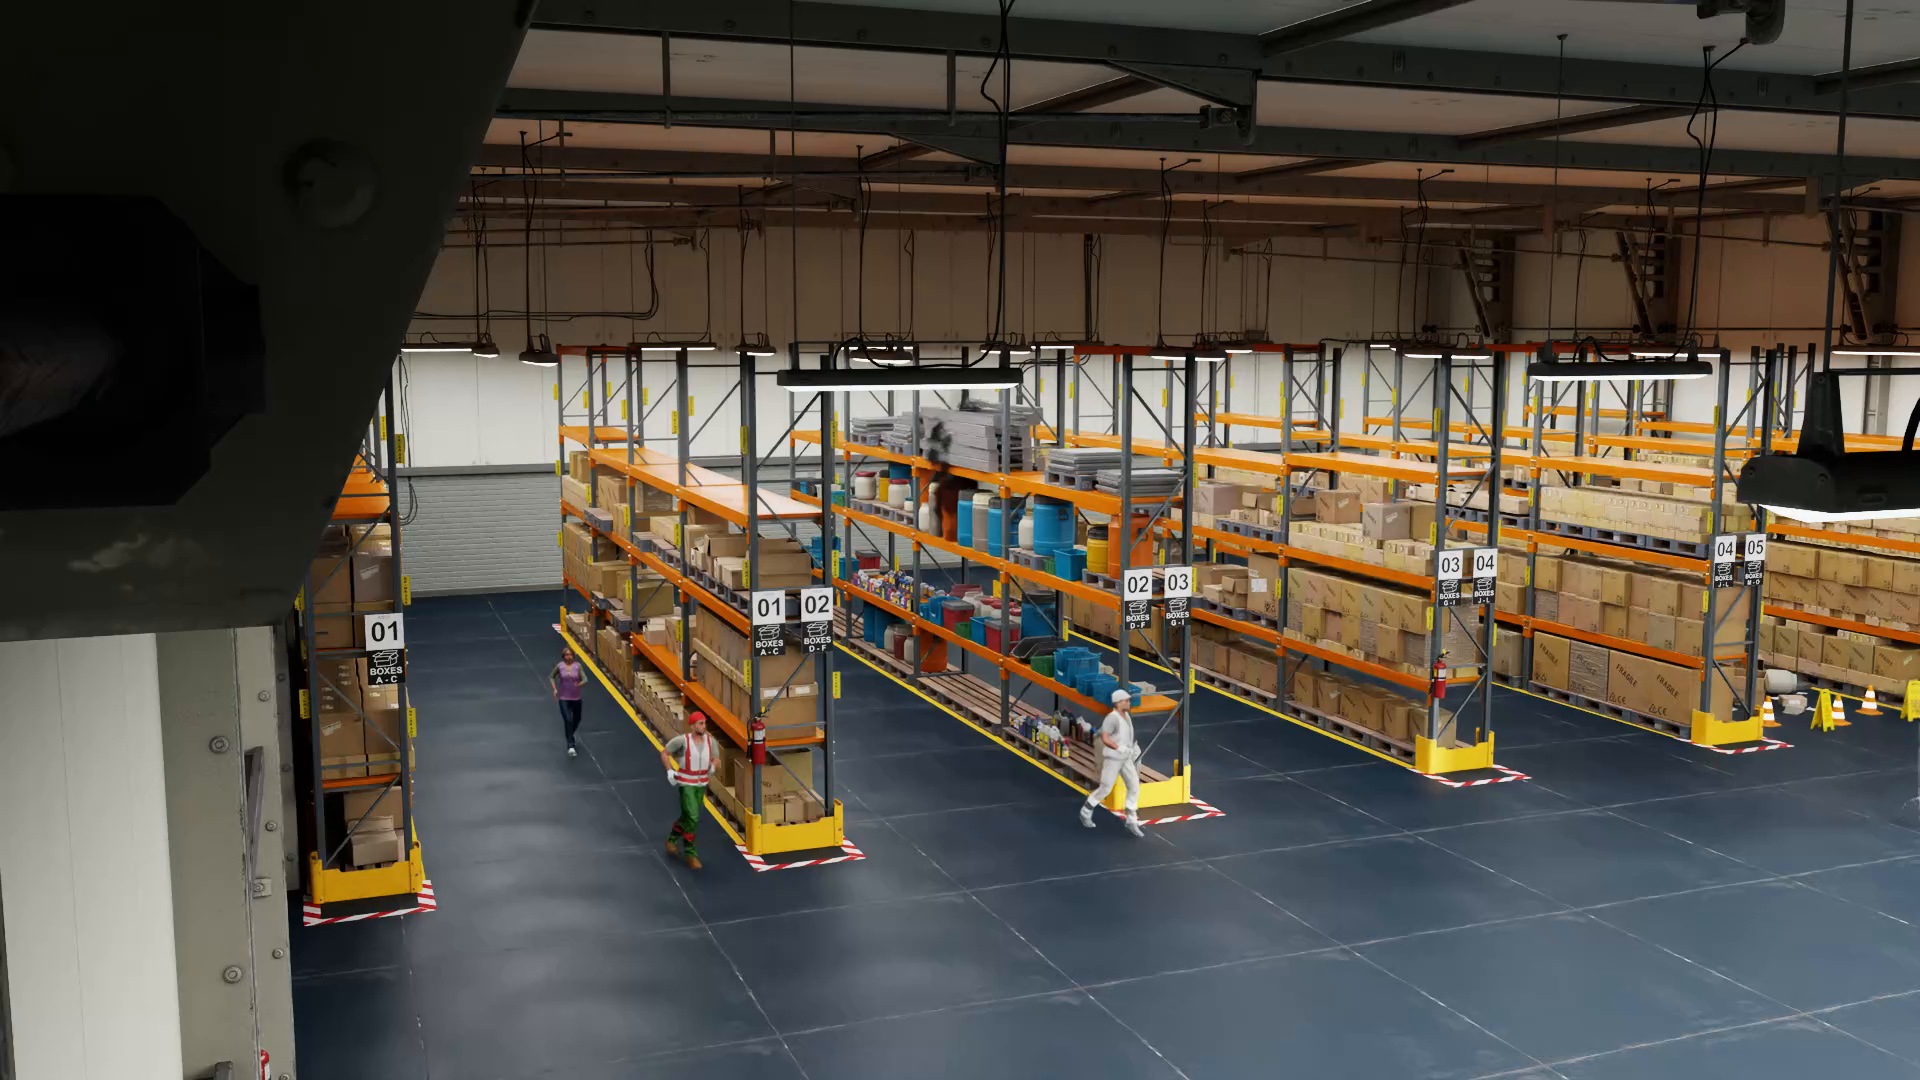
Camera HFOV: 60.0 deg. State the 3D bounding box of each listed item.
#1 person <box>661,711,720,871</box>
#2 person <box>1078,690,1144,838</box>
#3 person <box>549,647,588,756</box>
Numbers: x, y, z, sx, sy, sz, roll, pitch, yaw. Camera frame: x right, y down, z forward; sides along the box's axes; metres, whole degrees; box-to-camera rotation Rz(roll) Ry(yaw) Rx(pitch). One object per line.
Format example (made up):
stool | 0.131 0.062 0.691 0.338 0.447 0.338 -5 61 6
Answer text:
person | -3.178 2.940 19.850 0.809 1.807 0.671 7 10 44
person | 2.012 2.787 21.017 0.875 1.796 0.723 5 9 36
person | -5.844 2.378 24.876 0.543 1.575 0.878 -3 8 -22
